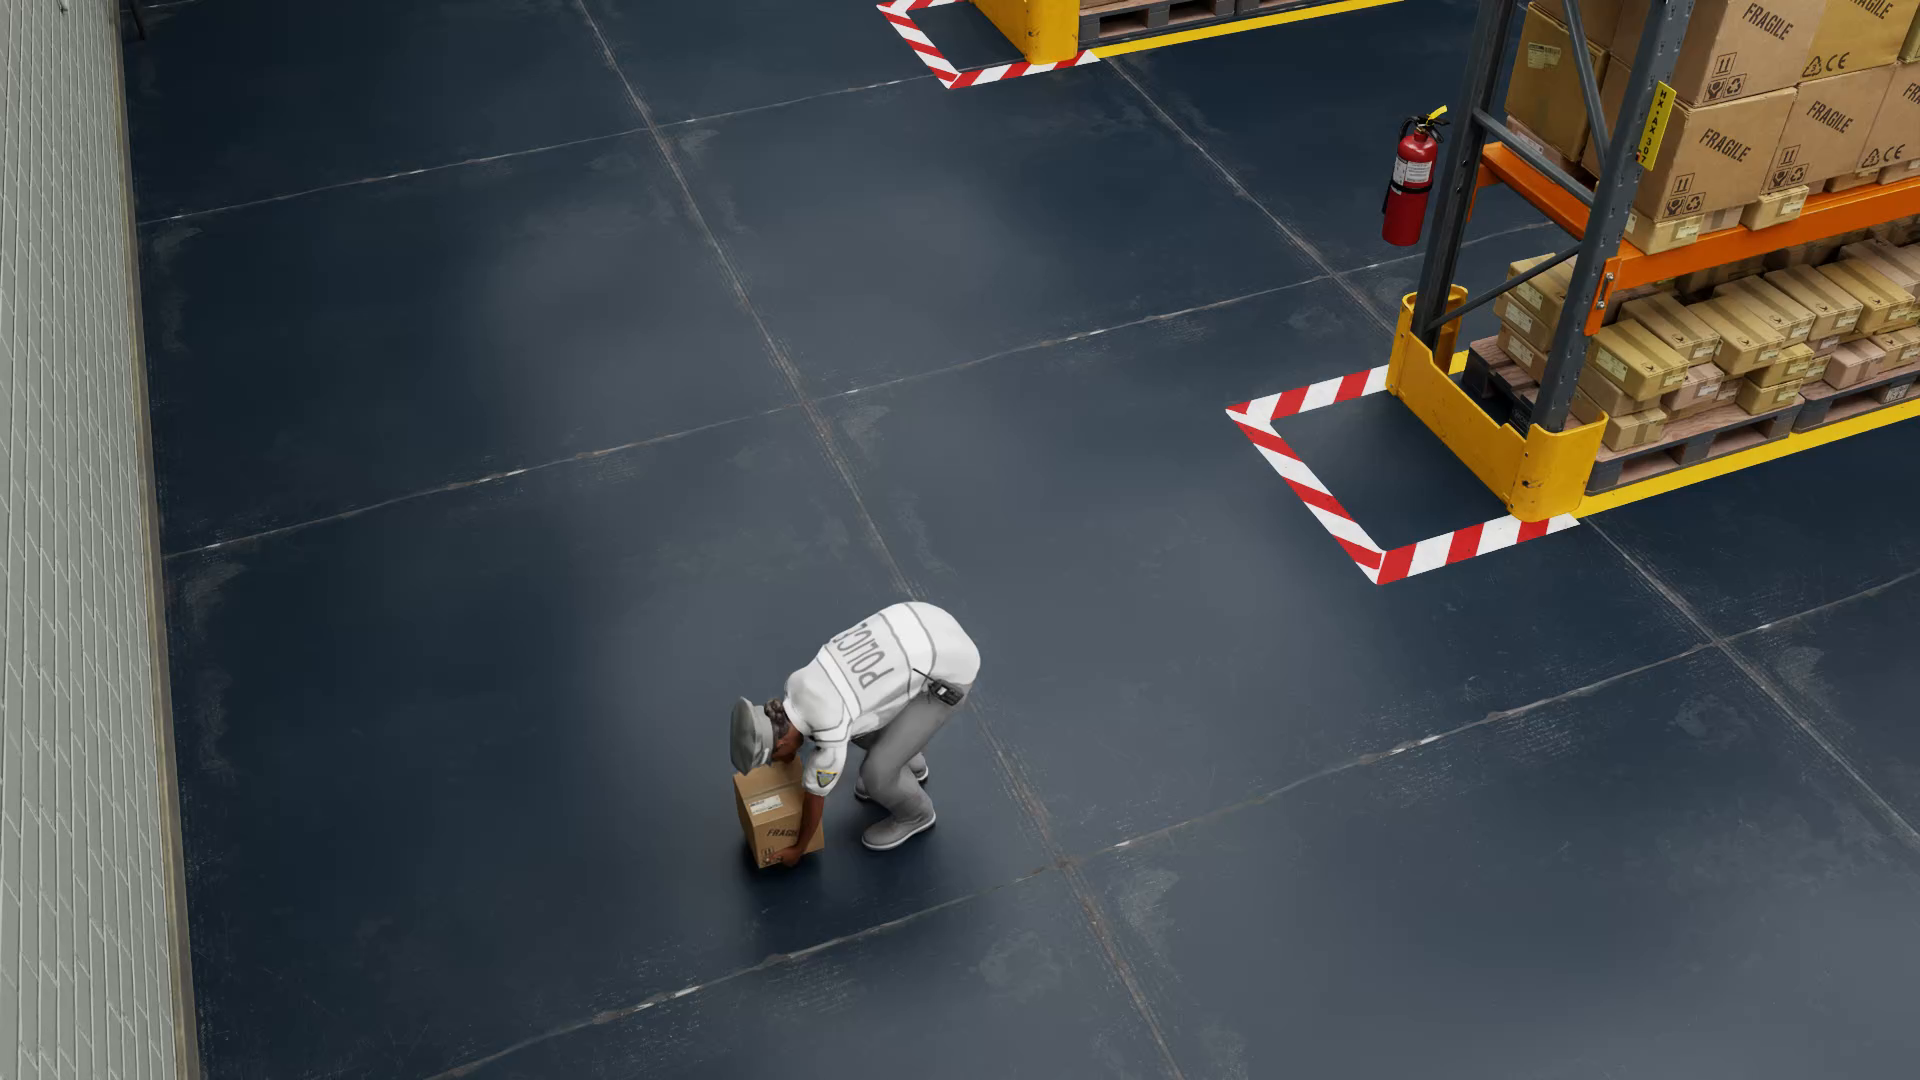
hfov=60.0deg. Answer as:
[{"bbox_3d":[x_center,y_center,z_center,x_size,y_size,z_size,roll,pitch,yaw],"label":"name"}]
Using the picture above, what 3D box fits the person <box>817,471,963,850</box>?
[{"bbox_3d":[-0.270,0.423,5.711,0.552,1.645,0.415,-16,44,-17],"label":"person"}]
